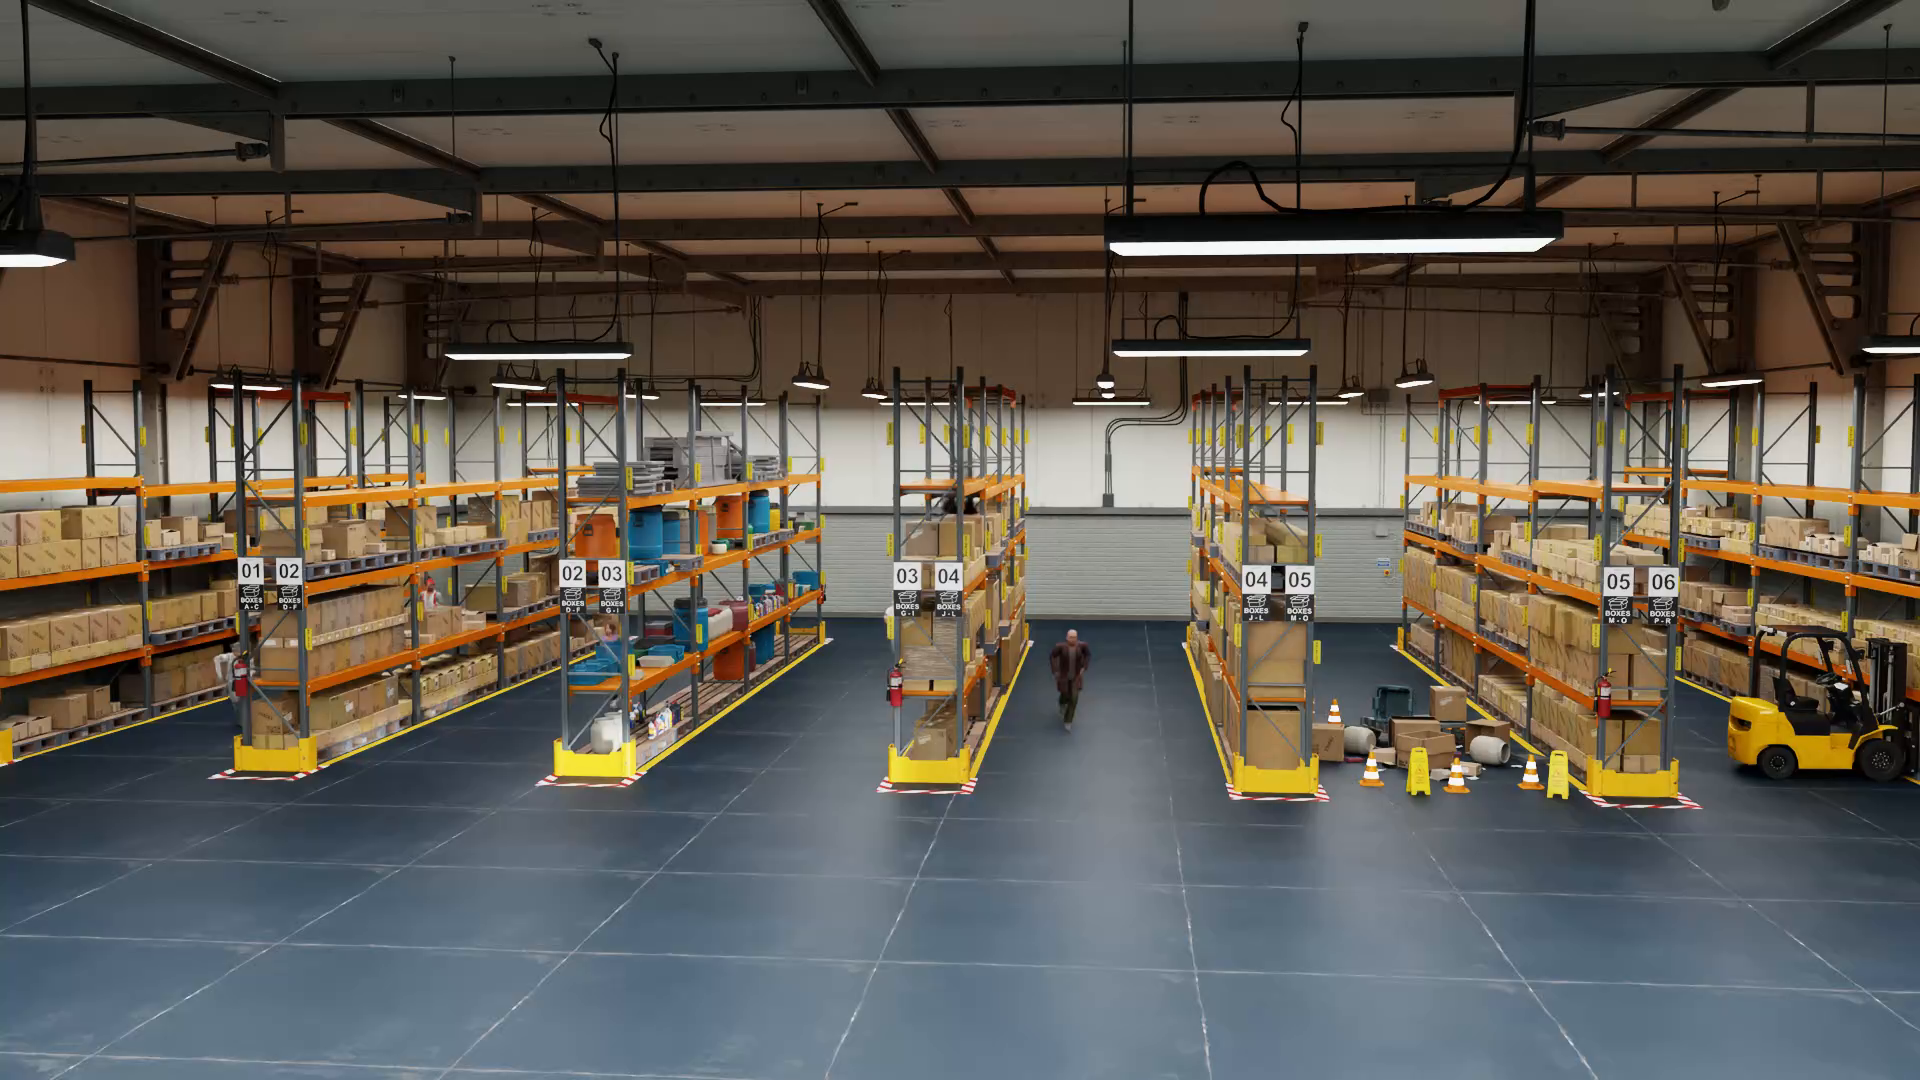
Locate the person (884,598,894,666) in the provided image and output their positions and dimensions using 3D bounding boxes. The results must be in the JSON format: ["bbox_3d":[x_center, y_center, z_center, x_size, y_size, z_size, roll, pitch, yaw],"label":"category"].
[{"bbox_3d":[-1.312,2.002,35.292,0.607,1.705,0.802,1,4,10],"label":"person"}]

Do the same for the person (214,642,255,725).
[{"bbox_3d":[-12.467,2.481,28.577,0.626,1.497,0.815,-1,4,-23],"label":"person"}]

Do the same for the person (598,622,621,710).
[{"bbox_3d":[-6.409,2.309,30.509,0.507,1.597,0.667,1,4,12],"label":"person"}]

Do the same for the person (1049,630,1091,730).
[{"bbox_3d":[1.880,2.475,28.796,0.713,1.552,0.912,-1,4,-10],"label":"person"}]

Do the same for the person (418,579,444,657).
[{"bbox_3d":[-12.064,1.768,37.789,0.634,1.773,0.674,0,4,-6],"label":"person"}]
